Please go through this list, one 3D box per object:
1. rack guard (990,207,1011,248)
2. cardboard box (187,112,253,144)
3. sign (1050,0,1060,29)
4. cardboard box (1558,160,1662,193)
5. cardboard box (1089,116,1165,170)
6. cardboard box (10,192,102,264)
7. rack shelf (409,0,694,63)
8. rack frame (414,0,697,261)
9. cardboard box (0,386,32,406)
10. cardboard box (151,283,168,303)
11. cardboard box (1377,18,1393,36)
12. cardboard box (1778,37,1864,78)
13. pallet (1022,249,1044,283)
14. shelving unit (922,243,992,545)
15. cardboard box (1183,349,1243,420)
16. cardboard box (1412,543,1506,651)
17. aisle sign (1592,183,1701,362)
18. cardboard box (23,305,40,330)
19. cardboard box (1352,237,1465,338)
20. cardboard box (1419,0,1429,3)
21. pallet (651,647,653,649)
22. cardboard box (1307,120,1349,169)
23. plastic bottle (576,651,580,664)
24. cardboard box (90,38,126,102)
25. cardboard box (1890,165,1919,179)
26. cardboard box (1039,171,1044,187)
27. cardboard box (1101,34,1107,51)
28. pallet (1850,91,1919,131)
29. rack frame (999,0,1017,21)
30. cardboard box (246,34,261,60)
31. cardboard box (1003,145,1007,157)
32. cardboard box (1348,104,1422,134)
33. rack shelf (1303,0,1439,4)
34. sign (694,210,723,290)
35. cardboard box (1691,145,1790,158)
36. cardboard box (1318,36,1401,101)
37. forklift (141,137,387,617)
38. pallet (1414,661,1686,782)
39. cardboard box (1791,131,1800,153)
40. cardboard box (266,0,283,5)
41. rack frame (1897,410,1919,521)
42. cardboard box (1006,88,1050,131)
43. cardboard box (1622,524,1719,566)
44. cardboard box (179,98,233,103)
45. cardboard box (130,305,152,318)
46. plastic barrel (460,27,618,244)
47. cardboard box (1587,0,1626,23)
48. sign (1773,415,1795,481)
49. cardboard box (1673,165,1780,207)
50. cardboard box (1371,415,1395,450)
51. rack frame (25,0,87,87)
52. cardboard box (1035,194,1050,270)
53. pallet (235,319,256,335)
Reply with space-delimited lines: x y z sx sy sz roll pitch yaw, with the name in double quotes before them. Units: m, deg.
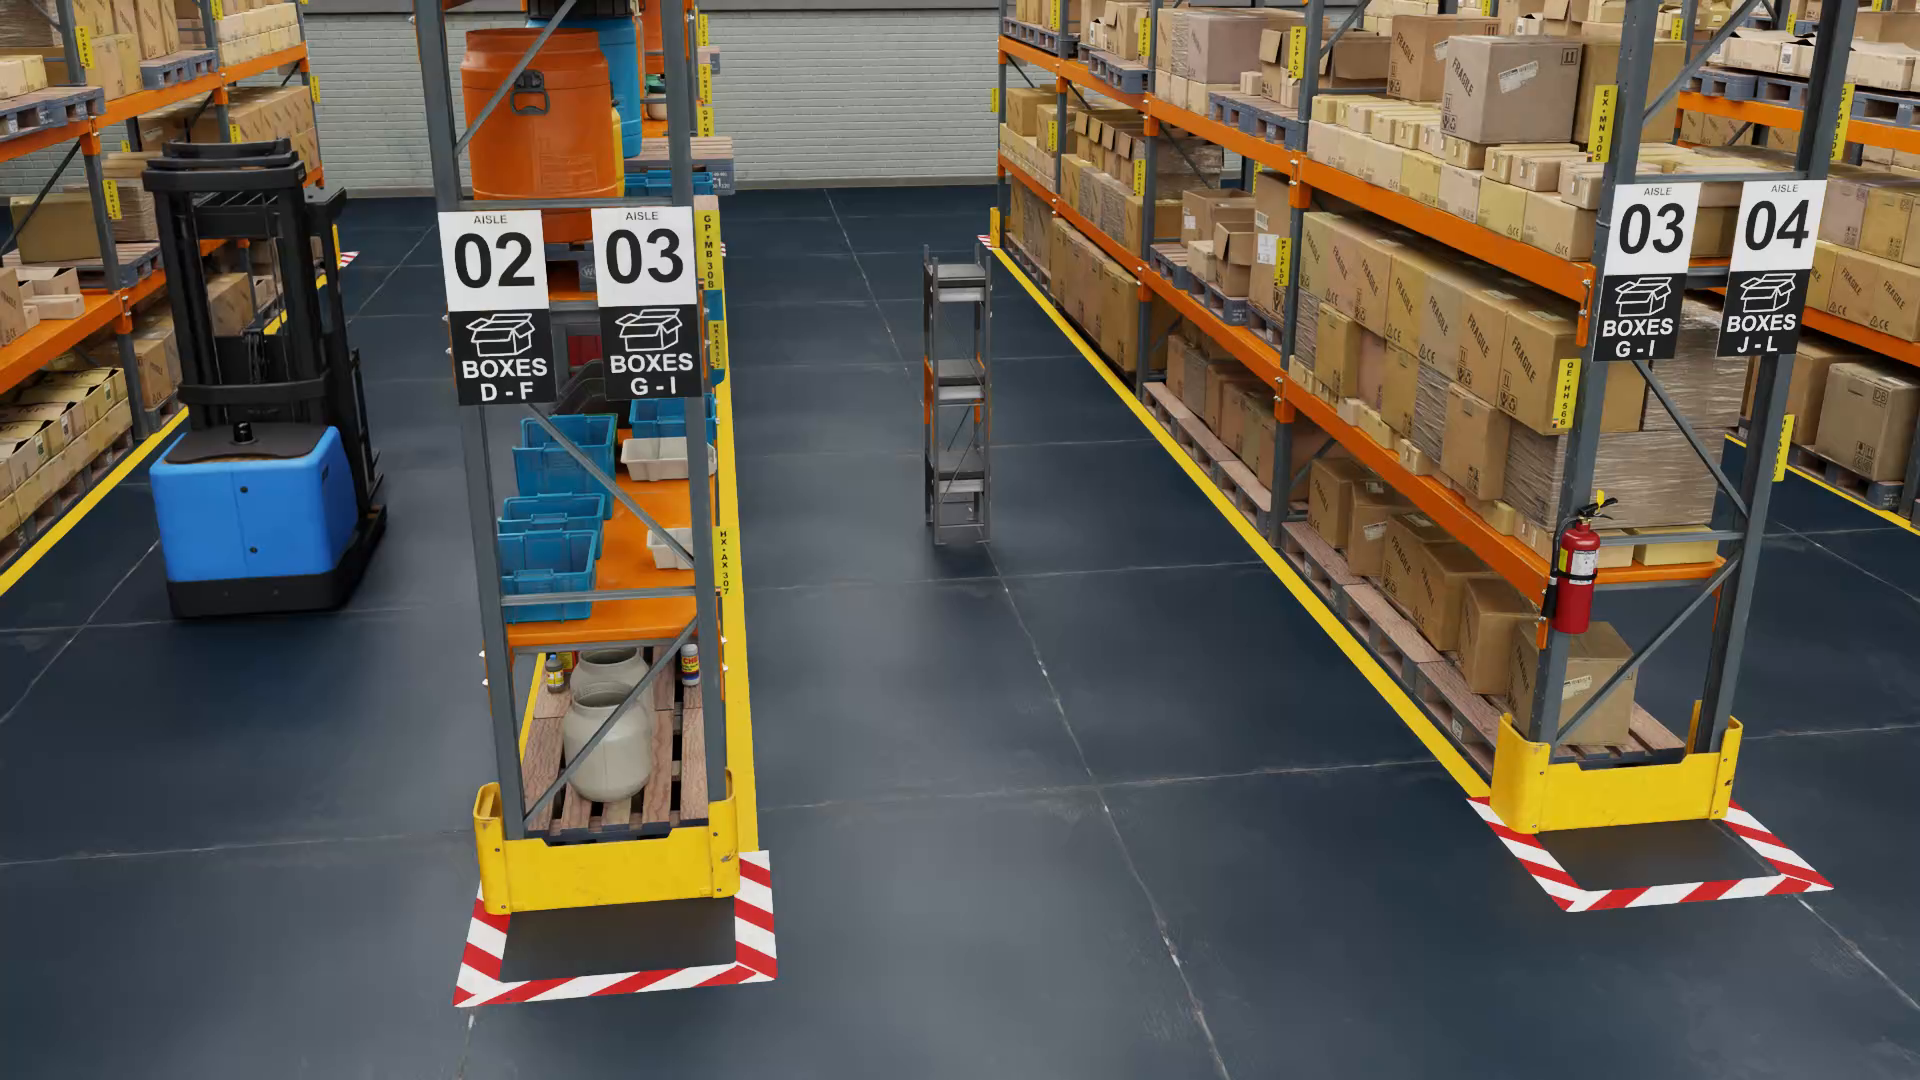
"rack guard" 1.019 -4.377 23.220 1.175 0.500 0.348 -3 21 -8
"cardboard box" -7.994 -4.349 18.000 0.500 0.500 0.500 -2 21 -6
"sign" 1.050 -5.810 18.346 0.100 0.325 0.005 -3 21 -8
"cardboard box" 3.058 -1.698 7.832 0.380 0.149 0.250 -4 21 -10
"cardboard box" 1.787 -4.212 17.630 0.797 0.503 0.637 -3 21 -7
"cardboard box" -7.830 -2.727 14.487 0.700 0.500 0.500 -10 23 -26
"rack shelf" -1.861 -2.728 8.259 1.077 0.370 4.000 -3 21 -8
"rack frame" -1.573 -2.560 6.209 1.000 3.000 0.127 -3 21 -8
"cardboard box" -7.759 -1.065 13.308 0.500 0.311 0.500 -3 21 -9
"cardboard box" -8.232 -2.516 16.538 0.500 0.250 0.500 -3 21 -8
"cardboard box" 5.828 -6.738 21.898 0.500 0.250 0.500 -2 21 -6
"cardboard box" 7.131 -3.979 13.679 0.500 0.311 0.500 -3 21 -9
"pallet" 1.387 -3.539 21.389 1.003 0.211 1.213 -3 21 -8
"shelving unit" -0.024 -1.041 12.002 0.431 2.100 0.503 -3 21 -8
"cardboard box" 2.384 -1.382 14.573 0.700 0.500 0.500 -5 21 -12
"cardboard box" 3.064 0.335 10.005 0.500 0.500 0.500 -1 21 -3
"aisle sign" 3.041 -1.181 7.375 0.394 0.787 0.004 -3 21 -8
"cardboard box" -7.388 -1.715 12.879 0.380 0.149 0.250 -1 21 -4
"cardboard box" 2.710 -1.524 10.013 0.500 0.500 0.500 -3 21 -8
"cardboard box" 5.937 -6.753 20.653 0.380 0.149 0.250 -3 21 -9
"pallet" -2.094 0.406 10.827 1.003 0.211 1.213 -3 21 -8
"cardboard box" 2.563 -2.551 10.686 0.500 0.250 0.500 -4 21 -10
"plastic bottle" -2.175 0.609 9.553 0.061 0.283 0.133 -3 21 -8
"cardboard box" -7.798 -4.049 14.340 0.910 0.500 0.500 -3 21 -8
"cardboard box" 11.284 -4.239 19.493 0.500 0.250 0.500 -3 21 -9
"cardboard box" 1.157 -4.304 19.811 0.380 0.149 0.250 -3 21 -9
"cardboard box" 1.665 -5.115 17.097 0.380 0.149 0.250 -4 21 -10
"pallet" 7.494 -3.230 12.564 0.805 0.209 1.217 -4 21 -10
"rack frame" 1.022 -8.350 21.710 1.000 3.000 0.127 -3 21 -8
"cardboard box" -8.169 -5.518 18.631 0.500 0.250 0.500 -3 21 -8
"cardboard box" 0.785 -5.193 22.193 0.380 0.149 0.250 -3 21 -9
"cardboard box" 2.618 -2.594 10.232 0.380 0.149 0.250 -3 21 -7
"rack shelf" 2.464 -4.363 12.636 1.077 0.370 4.000 -3 21 -8
"sign" -1.028 -1.185 6.803 0.100 0.325 0.005 -3 21 -8
"cardboard box" 7.153 -3.344 15.310 0.700 0.500 0.500 -3 21 -8
"cardboard box" 2.782 -3.202 11.469 0.797 0.503 0.637 -4 21 -10
"forklift" -4.818 -1.358 11.662 1.130 2.935 3.031 -3 21 -9
"pallet" 3.236 0.997 9.244 1.003 0.211 1.213 -3 21 -8
"cardboard box" 11.006 -5.027 21.244 0.500 0.500 0.500 -3 21 -9
"cardboard box" -8.691 -6.784 20.234 0.700 0.500 0.500 -3 21 -8
"rack frame" 7.675 -1.600 12.212 1.000 3.000 0.127 -3 21 -8
"cardboard box" 0.896 -5.607 21.658 0.500 0.500 0.500 -3 21 -9
"cardboard box" 3.523 0.007 8.268 0.380 0.149 0.250 -3 21 -8
"cardboard box" -8.754 -4.859 19.367 0.500 0.500 0.500 -3 21 -8
"cardboard box" -8.151 -1.979 16.171 0.500 0.500 0.500 -4 21 -10
"plastic barrel" -1.768 -1.715 7.019 0.600 0.830 0.708 -3 21 -8
"cardboard box" 6.577 -5.366 16.773 0.396 0.266 0.258 -3 21 -8
"sign" 3.866 -0.433 7.850 0.100 0.325 0.005 -3 21 -8
"cardboard box" 3.518 -1.628 7.646 0.380 0.149 0.250 -3 21 -8
"cardboard box" 2.715 -0.659 10.051 0.380 0.149 0.250 -3 21 -8
"rack frame" -7.628 -5.081 12.960 1.000 3.000 0.127 -3 21 -8
"cardboard box" 1.453 -3.900 20.807 0.875 0.875 0.875 -3 21 -8
"pallet" -8.050 -2.070 17.457 1.003 0.211 1.213 -3 21 -8
